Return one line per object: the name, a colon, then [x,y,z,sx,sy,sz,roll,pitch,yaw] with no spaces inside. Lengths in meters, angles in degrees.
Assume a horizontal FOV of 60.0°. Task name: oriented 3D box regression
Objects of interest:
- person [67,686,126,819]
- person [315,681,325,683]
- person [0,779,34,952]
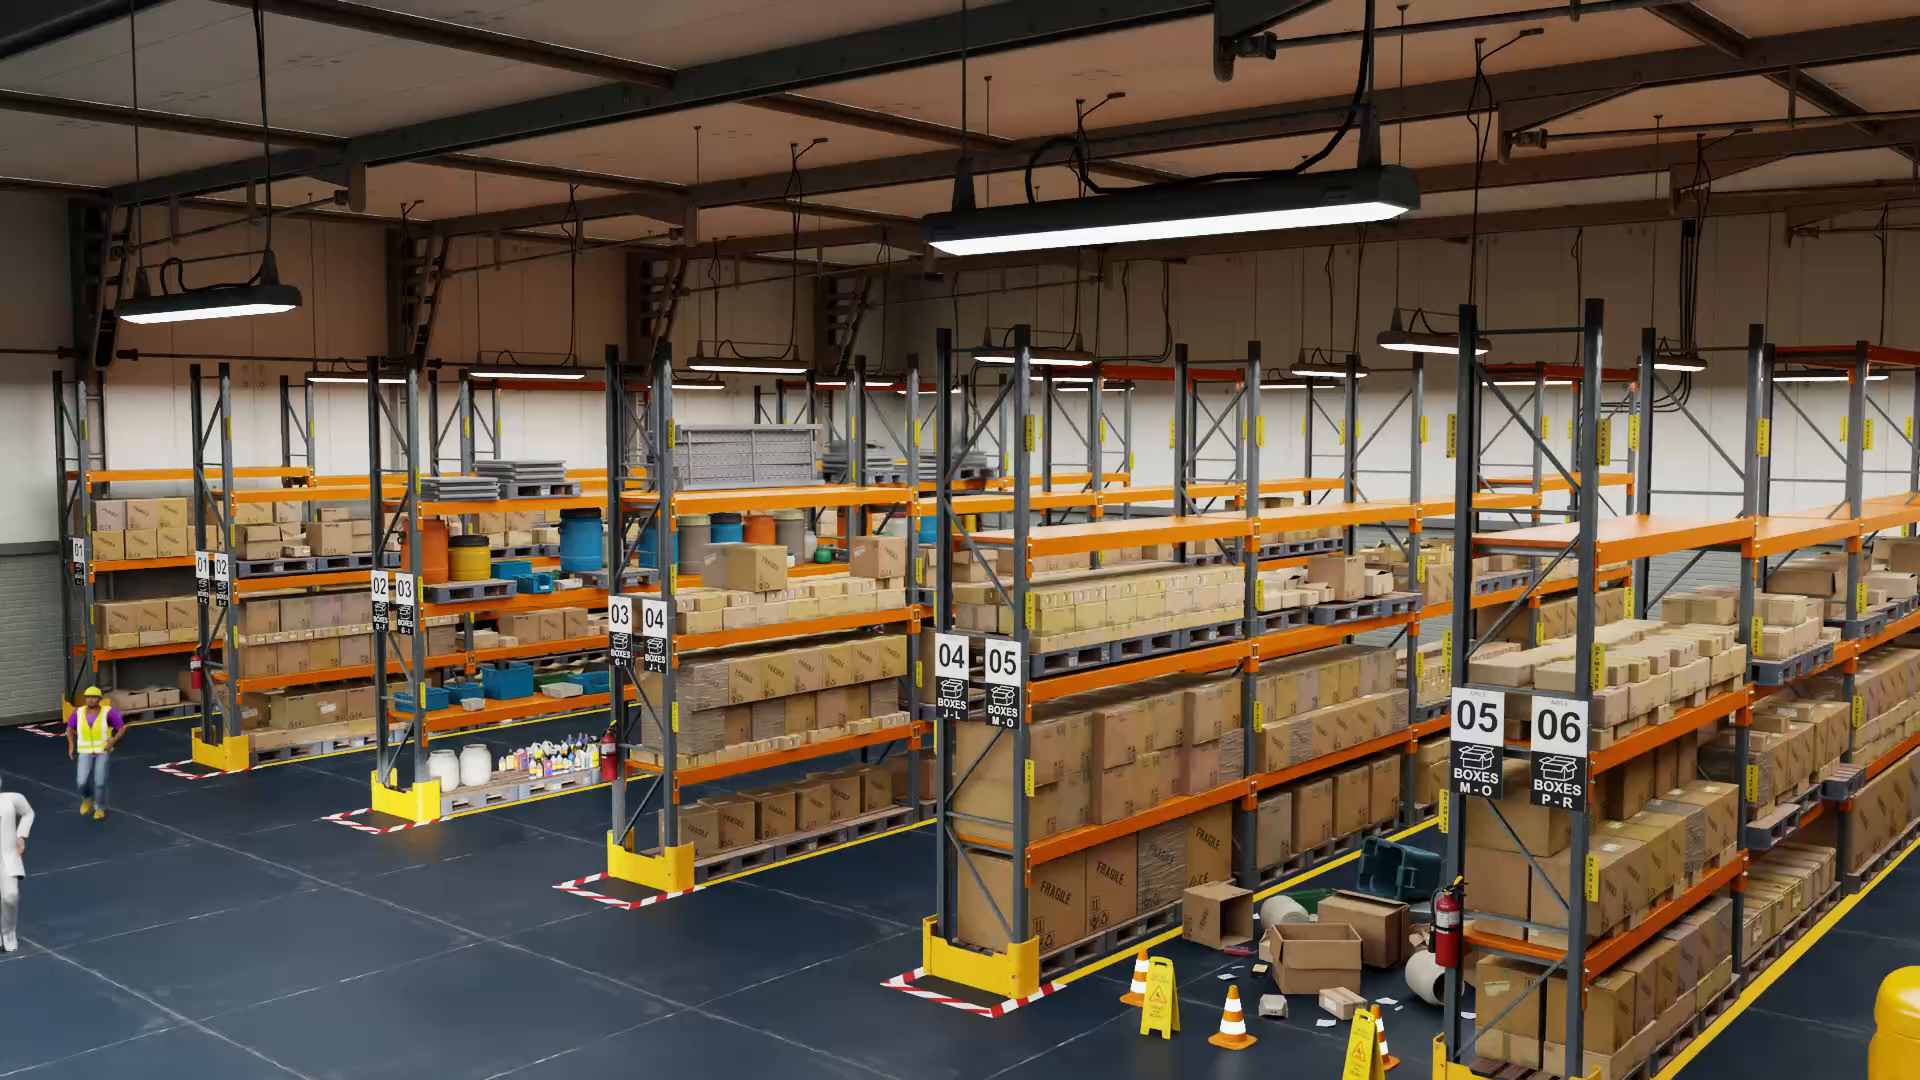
person: [-11.168,2.749,21.474,0.707,1.730,0.570,-1,4,-19]
person: [-10.732,2.311,27.818,0.608,1.647,0.880,3,5,37]
person: [-9.342,3.127,16.117,0.688,1.797,0.724,-2,5,-30]
